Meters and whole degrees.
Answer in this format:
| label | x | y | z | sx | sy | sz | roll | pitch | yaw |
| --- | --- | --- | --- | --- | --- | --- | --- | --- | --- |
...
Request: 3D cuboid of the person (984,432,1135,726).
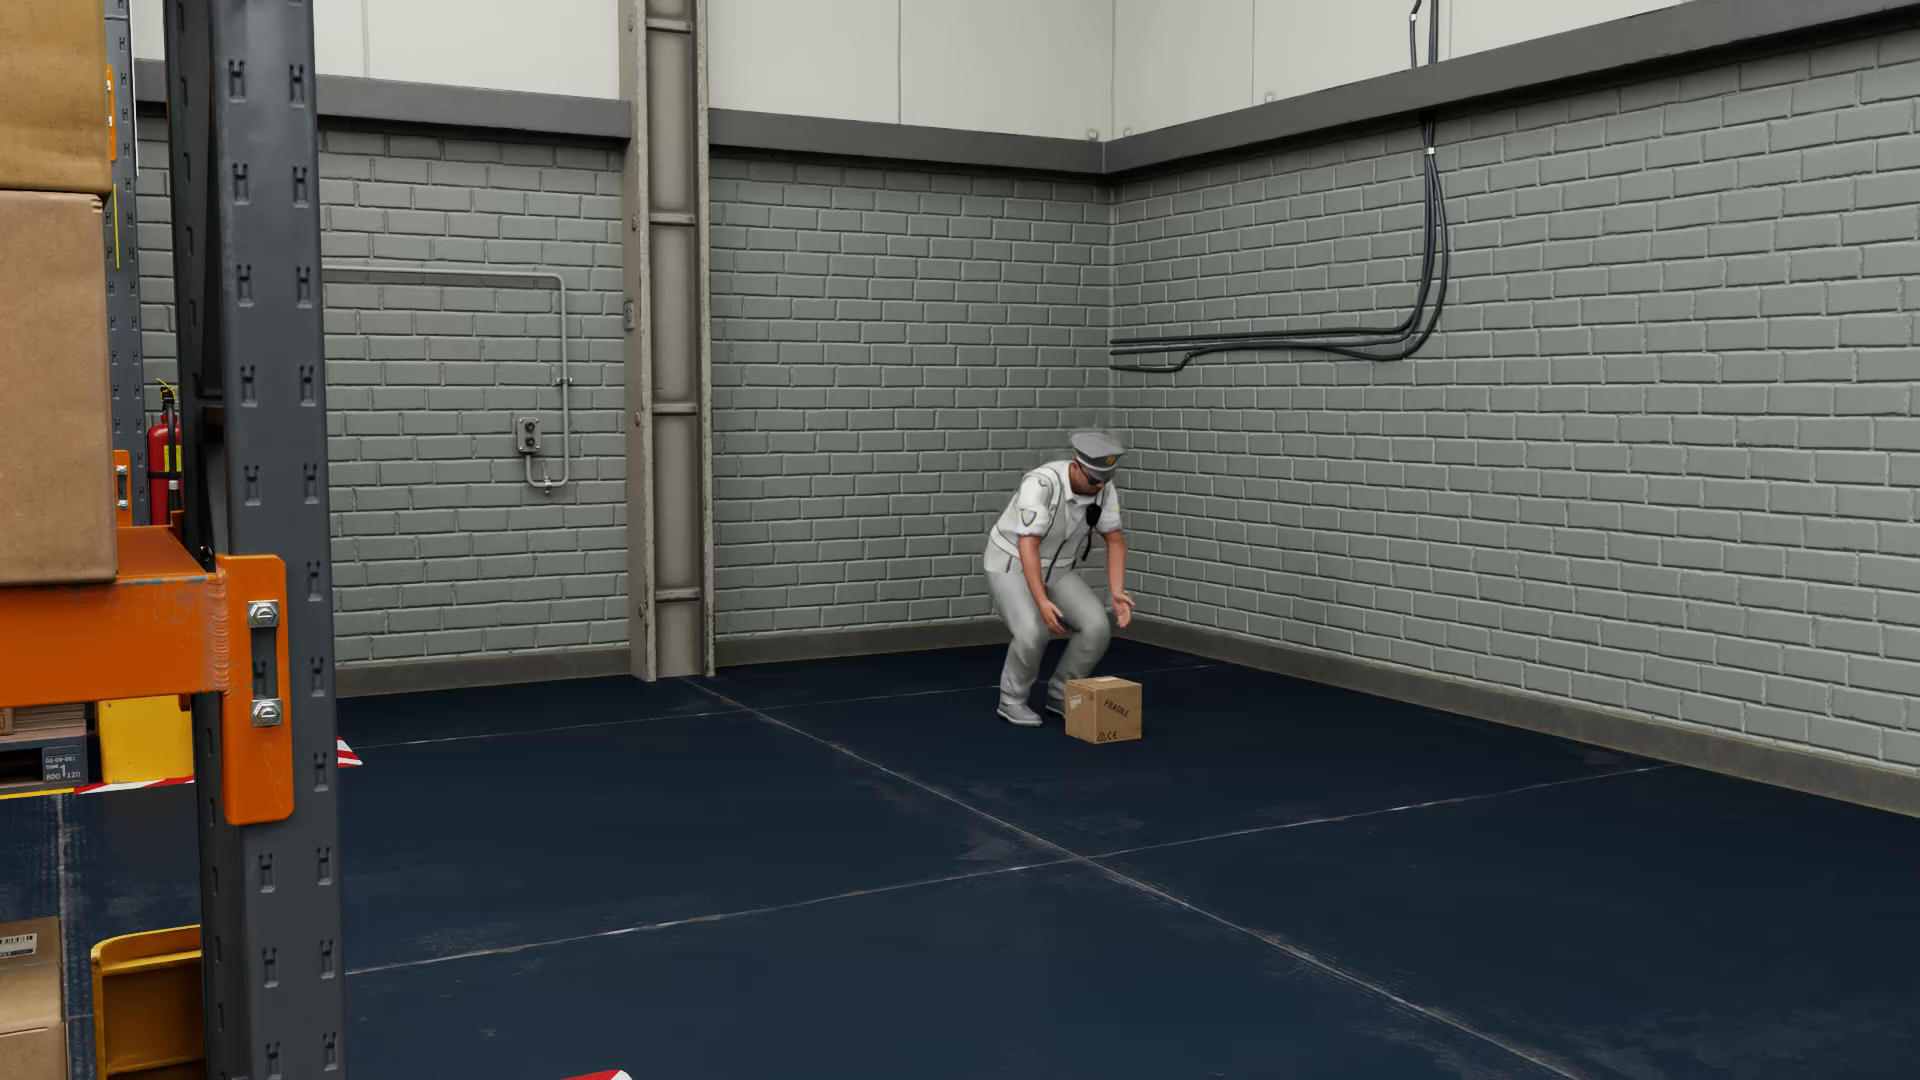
| label | x | y | z | sx | sy | sz | roll | pitch | yaw |
| --- | --- | --- | --- | --- | --- | --- | --- | --- | --- |
| person | 0.476 | 0.177 | 7.860 | 0.590 | 1.381 | 0.826 | -3 | 6 | -29 |
